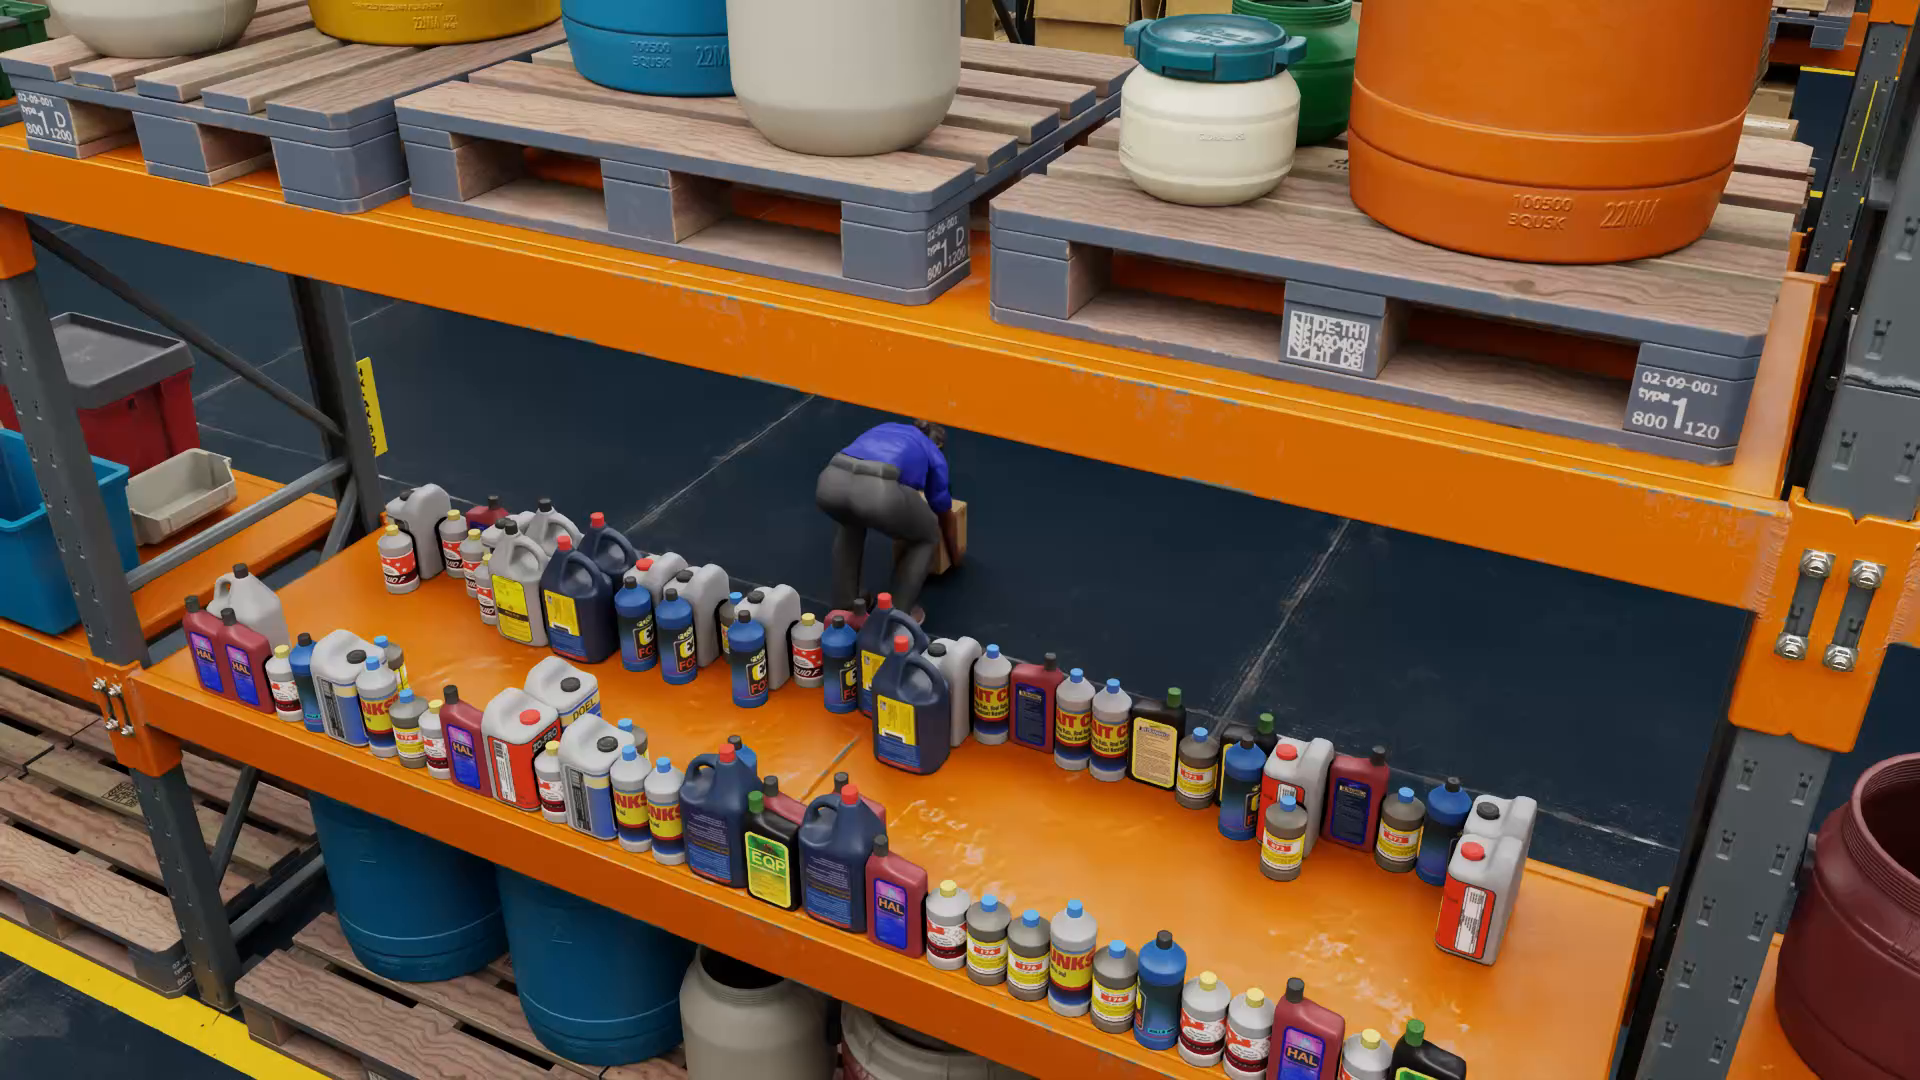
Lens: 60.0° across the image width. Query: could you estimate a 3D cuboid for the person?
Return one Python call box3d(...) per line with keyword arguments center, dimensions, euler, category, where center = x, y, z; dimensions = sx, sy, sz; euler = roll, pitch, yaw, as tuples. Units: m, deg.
box3d(center=(-0.287, -0.098, 7.081), dimensions=(0.462, 0.877, 0.866), euler=(13, 33, 21), category="person")
